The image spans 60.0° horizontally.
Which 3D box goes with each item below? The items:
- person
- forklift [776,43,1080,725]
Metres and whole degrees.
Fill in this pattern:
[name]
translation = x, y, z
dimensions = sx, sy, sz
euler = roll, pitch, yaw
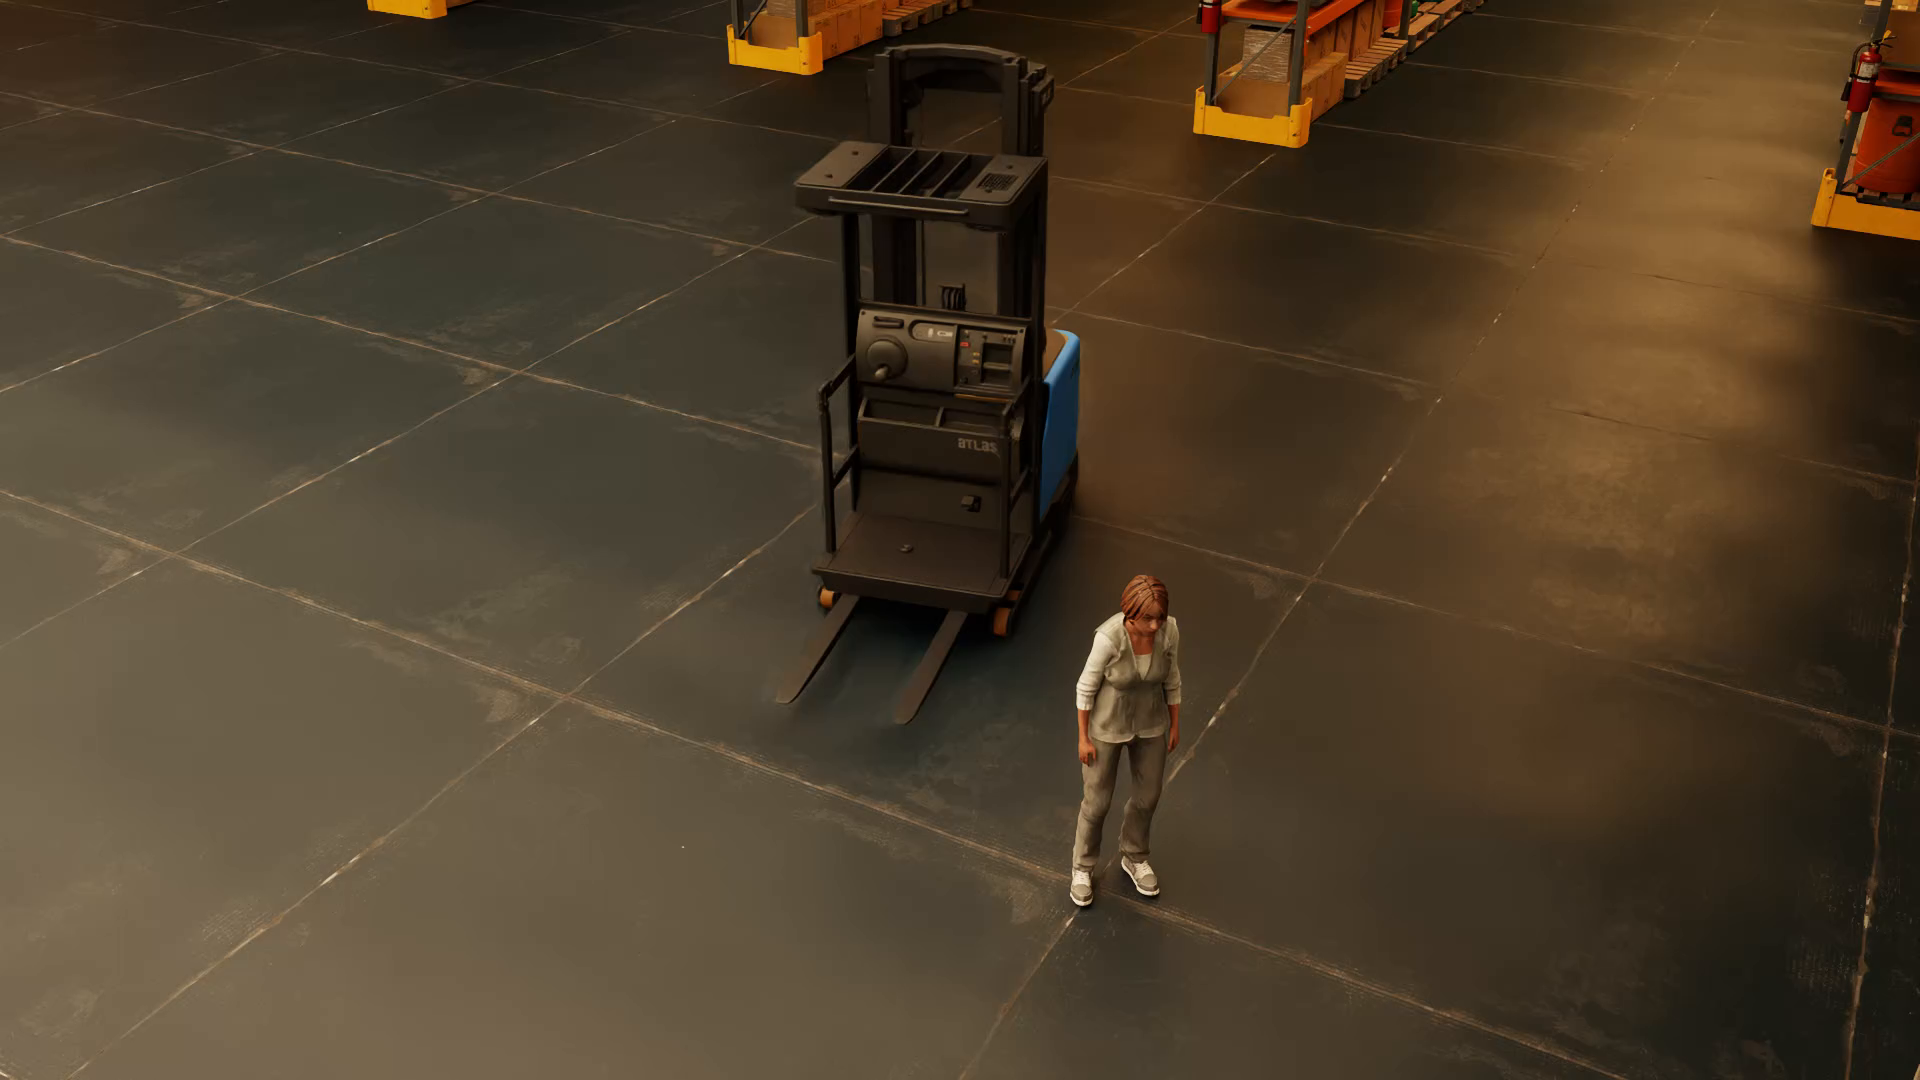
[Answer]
[person]
translation = 0.700, 0.815, 6.999
dimensions = 0.483, 1.592, 0.347
euler = -8, 31, -13
[forklift]
translation = -0.163, -0.959, 8.732
dimensions = 1.130, 2.935, 3.031
euler = 8, 31, 14
